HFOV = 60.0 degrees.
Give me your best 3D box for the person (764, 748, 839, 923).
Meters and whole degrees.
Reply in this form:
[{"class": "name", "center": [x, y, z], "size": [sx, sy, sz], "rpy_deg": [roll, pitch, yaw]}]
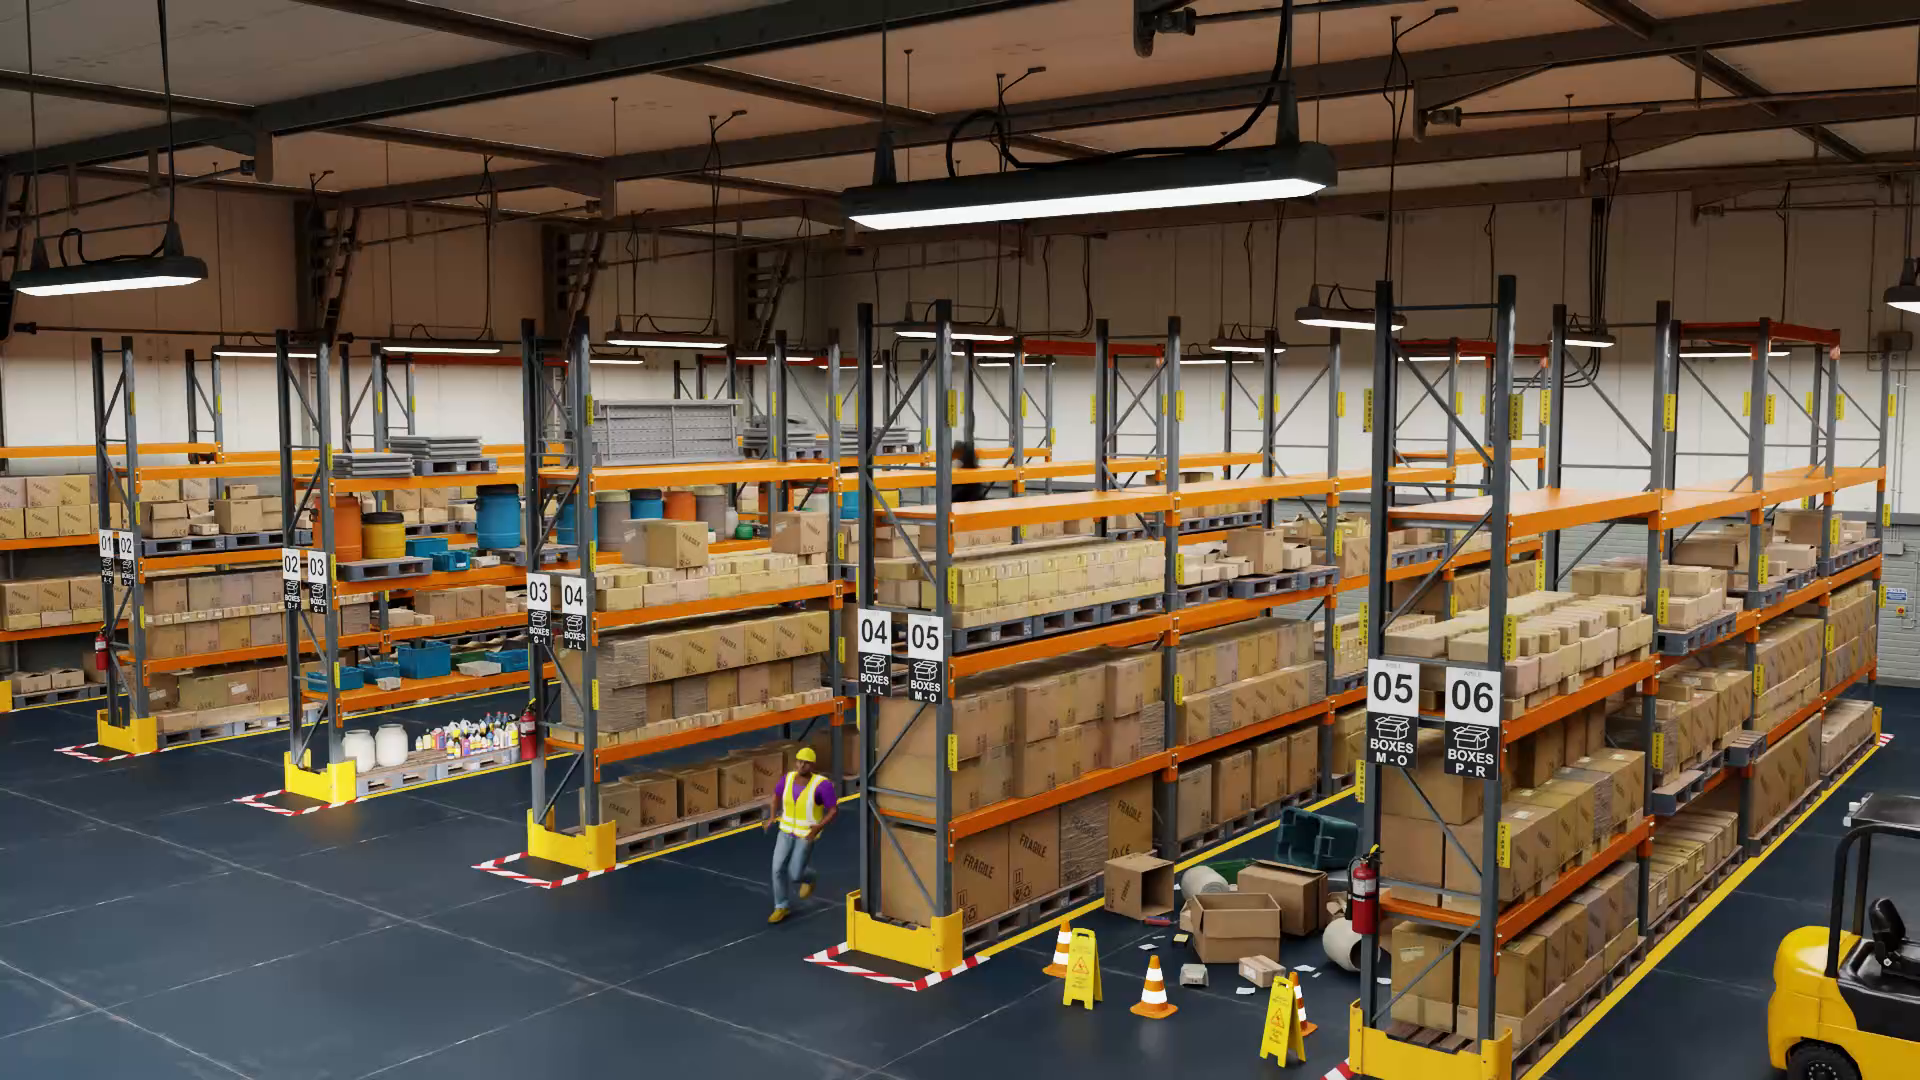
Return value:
[{"class": "person", "center": [-1.562, 2.894, 16.489], "size": [0.743, 1.732, 0.691], "rpy_deg": [2, 5, 23]}]
